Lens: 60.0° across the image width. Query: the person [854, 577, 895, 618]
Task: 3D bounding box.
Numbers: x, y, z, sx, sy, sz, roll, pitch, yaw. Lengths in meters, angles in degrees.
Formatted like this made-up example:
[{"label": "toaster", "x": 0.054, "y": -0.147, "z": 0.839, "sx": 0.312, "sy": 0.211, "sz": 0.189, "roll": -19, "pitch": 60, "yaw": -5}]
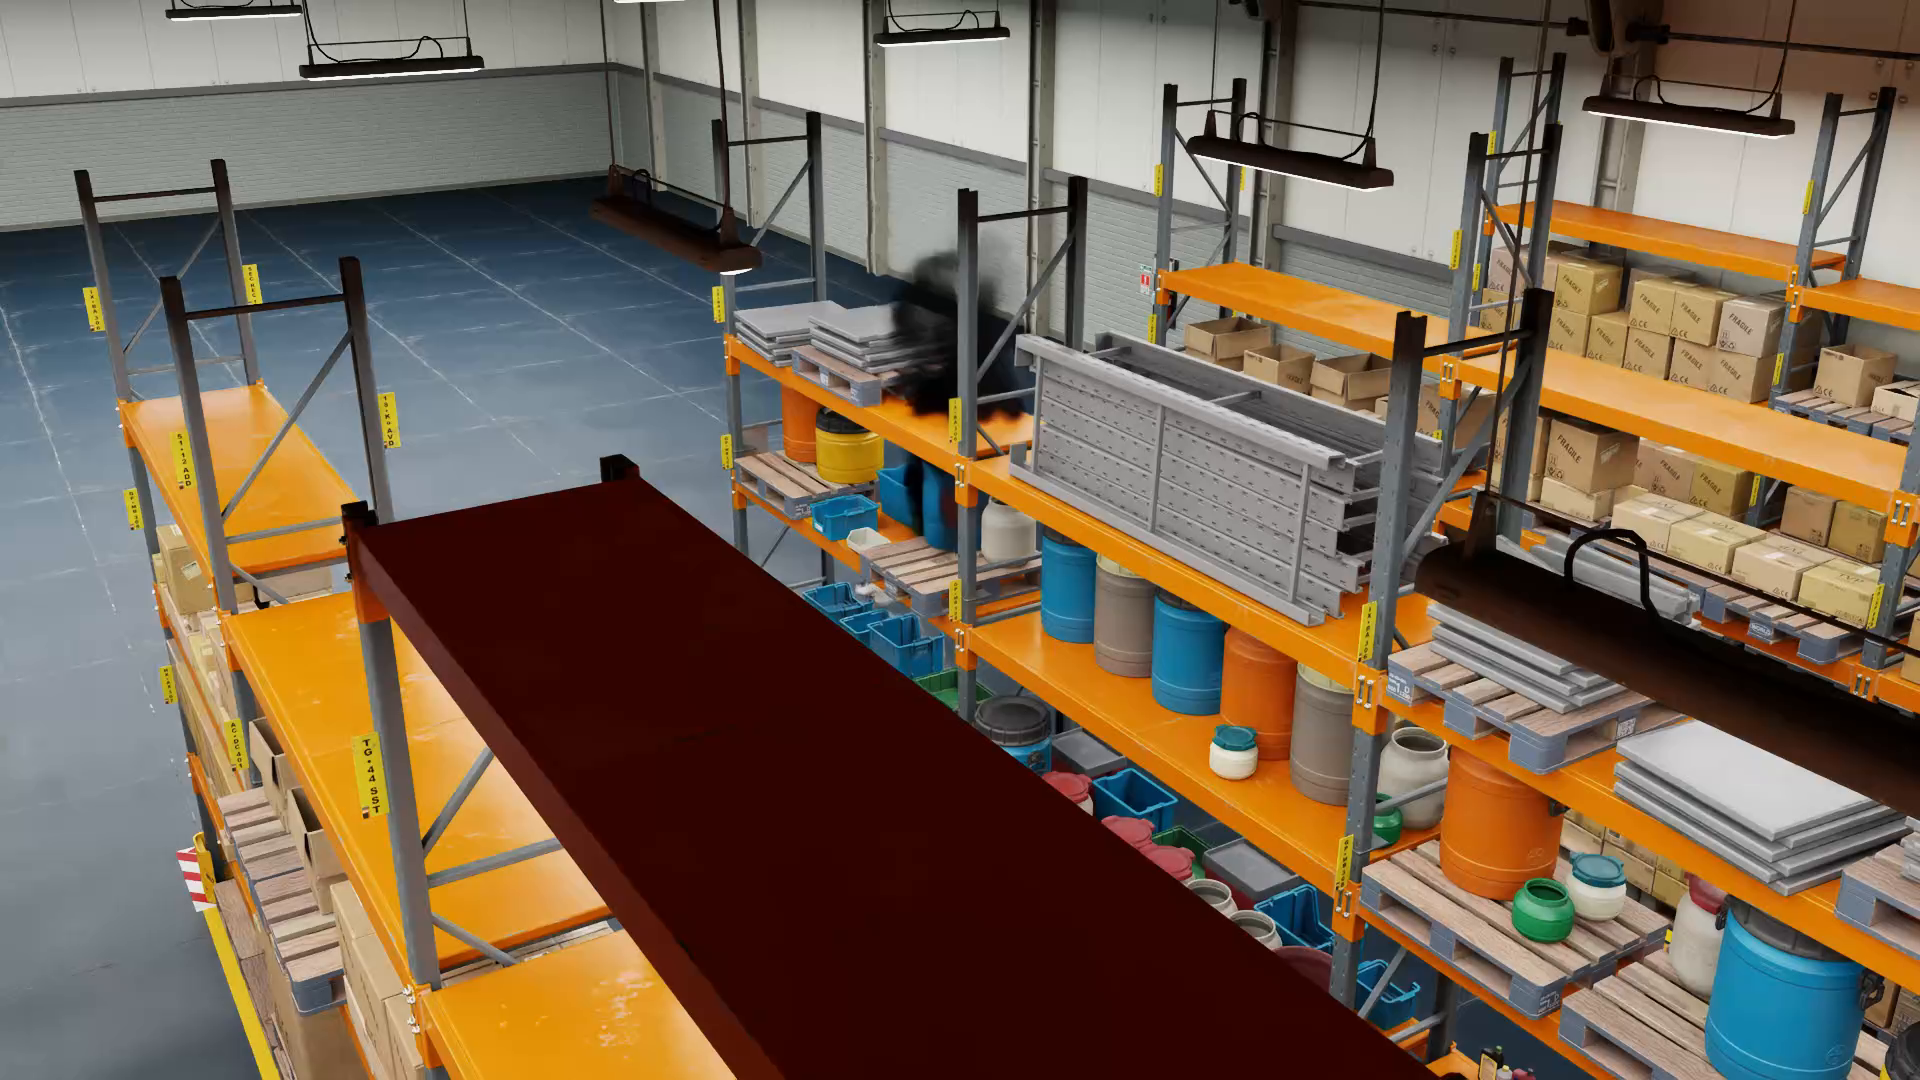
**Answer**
[{"label": "person", "x": -0.844, "y": 0.575, "z": 17.548, "sx": 0.571, "sy": 1.619, "sz": 0.669, "roll": 17, "pitch": 27, "yaw": 36}]
